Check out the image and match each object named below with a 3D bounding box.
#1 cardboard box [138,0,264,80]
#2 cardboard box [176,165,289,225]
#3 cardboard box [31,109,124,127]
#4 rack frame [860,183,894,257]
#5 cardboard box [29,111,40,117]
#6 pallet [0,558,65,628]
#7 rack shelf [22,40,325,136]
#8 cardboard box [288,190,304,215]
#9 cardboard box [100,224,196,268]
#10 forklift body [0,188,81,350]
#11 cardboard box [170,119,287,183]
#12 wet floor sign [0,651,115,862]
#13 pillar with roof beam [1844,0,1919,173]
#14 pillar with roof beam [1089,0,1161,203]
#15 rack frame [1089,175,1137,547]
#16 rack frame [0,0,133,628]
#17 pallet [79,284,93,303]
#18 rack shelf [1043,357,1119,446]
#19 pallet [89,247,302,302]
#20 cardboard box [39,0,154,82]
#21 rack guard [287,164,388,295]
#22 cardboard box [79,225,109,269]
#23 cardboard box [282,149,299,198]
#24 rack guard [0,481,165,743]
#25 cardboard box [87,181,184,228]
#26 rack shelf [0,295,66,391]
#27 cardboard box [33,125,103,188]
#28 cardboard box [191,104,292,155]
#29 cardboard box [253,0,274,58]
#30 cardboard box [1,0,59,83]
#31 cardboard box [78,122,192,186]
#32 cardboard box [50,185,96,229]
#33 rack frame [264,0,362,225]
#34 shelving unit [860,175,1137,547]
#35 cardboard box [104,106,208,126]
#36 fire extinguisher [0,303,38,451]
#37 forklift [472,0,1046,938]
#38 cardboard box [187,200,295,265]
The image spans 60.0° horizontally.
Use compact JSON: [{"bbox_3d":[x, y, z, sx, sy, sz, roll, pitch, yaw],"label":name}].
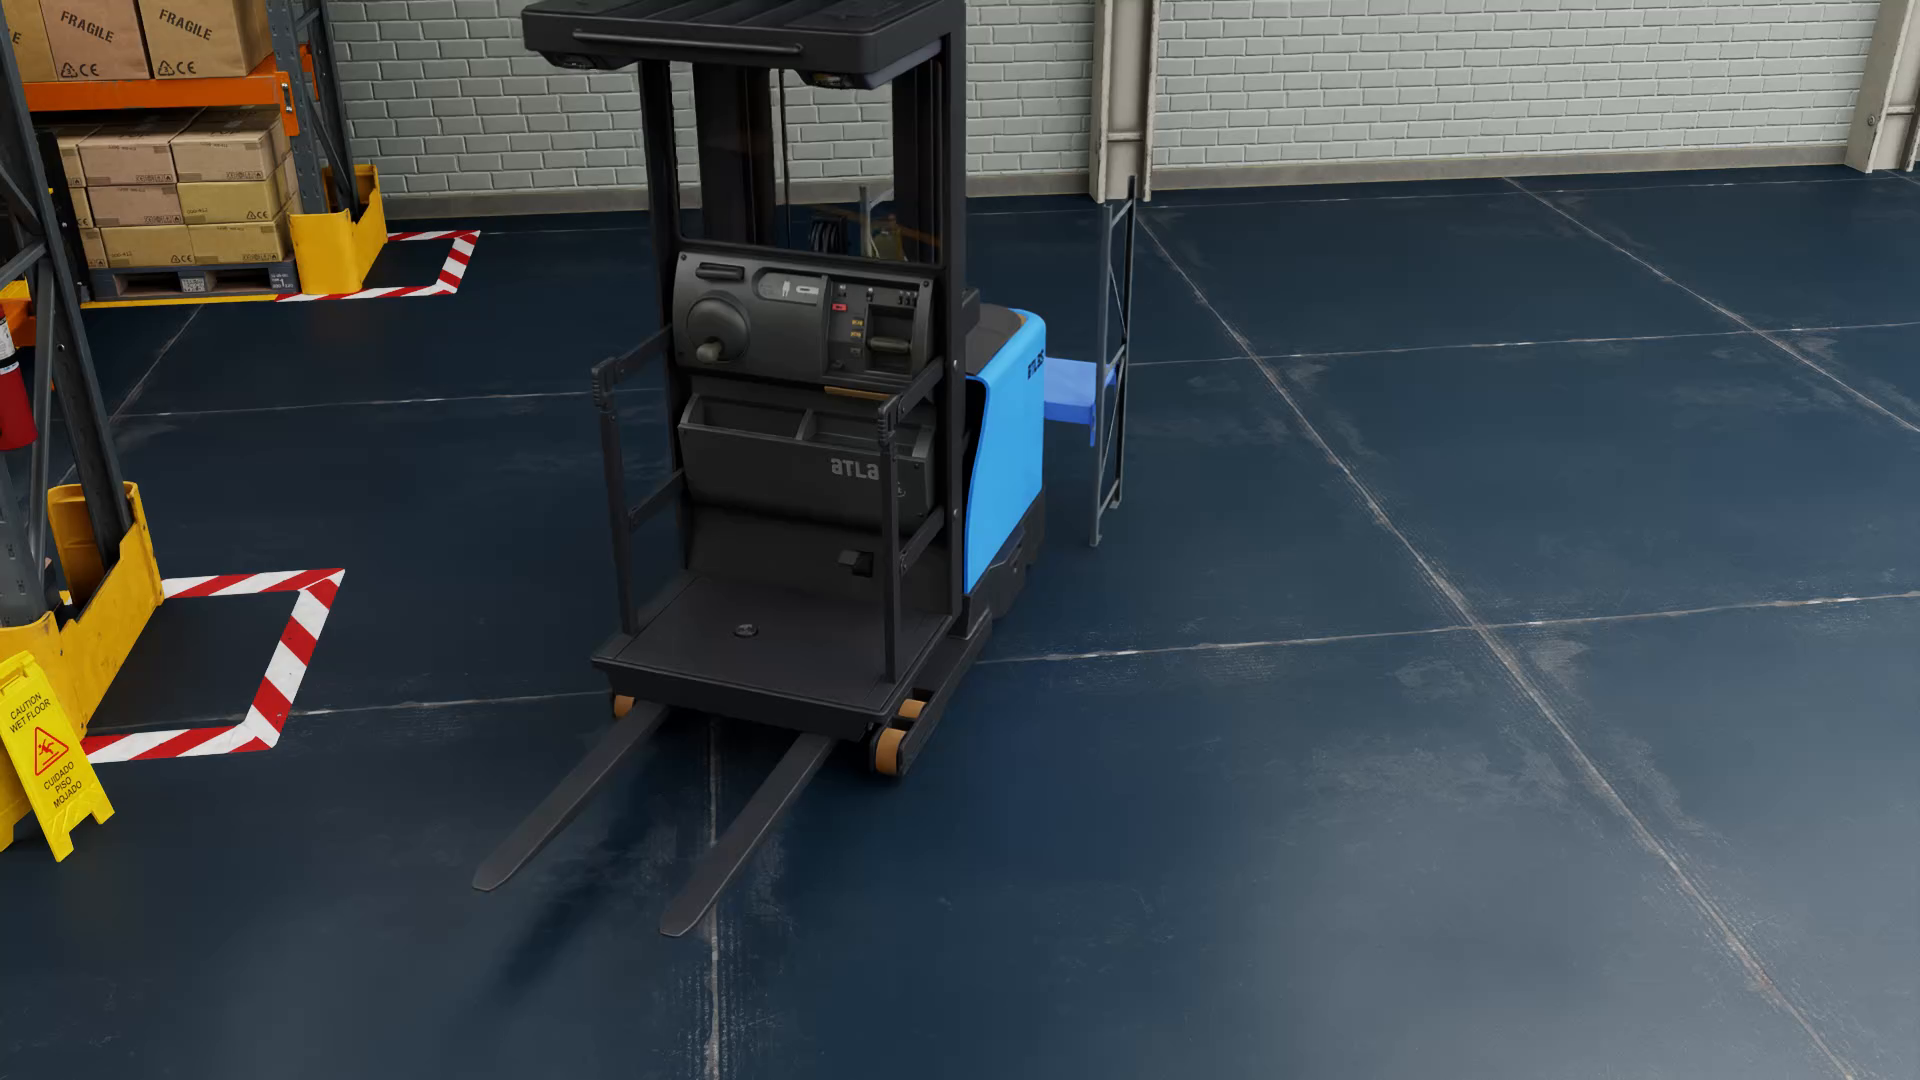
[{"bbox_3d":[-4.416,-2.994,9.689,0.500,0.500,0.500,-4,27,-8],"label":"cardboard box"},{"bbox_3d":[-4.403,-2.113,10.086,0.500,0.250,0.500,-4,27,-8],"label":"cardboard box"},{"bbox_3d":[-5.458,-2.502,10.298,0.500,0.250,0.500,-4,27,-7],"label":"cardboard box"},{"bbox_3d":[-0.320,-0.886,7.335,0.032,1.500,0.500,8,28,16],"label":"rack frame"},{"bbox_3d":[-5.967,-2.473,10.240,0.500,0.250,0.500,-4,27,-8],"label":"cardboard box"},{"bbox_3d":[-4.154,0.426,6.189,1.213,0.211,1.003,-4,27,-7],"label":"pallet"},{"bbox_3d":[-5.945,-2.652,9.921,4.000,0.370,1.077,-4,27,-7],"label":"rack shelf"},{"bbox_3d":[-4.478,-2.120,10.648,0.500,0.250,0.500,-4,27,-7],"label":"cardboard box"},{"bbox_3d":[-4.880,-1.863,10.146,0.500,0.250,0.500,-4,27,-7],"label":"cardboard box"},{"bbox_3d":[-5.588,-1.776,8.356,1.214,2.155,2.313,-4,27,-7],"label":"forklift body"},{"bbox_3d":[-4.377,-2.337,9.976,0.500,0.250,0.500,-3,27,-5],"label":"cardboard box"},{"bbox_3d":[-2.932,0.664,5.250,0.232,0.644,0.267,6,28,11],"label":"wet floor sign"},{"bbox_3d":[7.703,-4.949,7.037,0.400,9.000,9.100,-4,27,-7],"label":"pillar with roof beam"},{"bbox_3d":[1.761,-4.567,6.294,0.400,9.000,9.100,-4,27,-7],"label":"pillar with roof beam"},{"bbox_3d":[0.649,-0.746,7.061,0.032,1.500,0.500,8,28,16],"label":"rack frame"},{"bbox_3d":[-3.270,-0.856,5.632,0.127,3.000,1.000,-4,27,-7],"label":"rack frame"},{"bbox_3d":[-5.922,-1.715,10.361,1.213,0.211,1.003,-4,27,-7],"label":"pallet"},{"bbox_3d":[0.164,-0.656,7.280,1.000,0.185,0.538,8,28,16],"label":"rack shelf"},{"bbox_3d":[-4.716,-1.791,10.509,1.213,0.211,1.003,-4,27,-7],"label":"pallet"},{"bbox_3d":[-4.931,-2.965,9.633,0.500,0.500,0.500,-3,27,-5],"label":"cardboard box"},{"bbox_3d":[-3.941,-1.989,10.578,0.348,0.500,1.175,-4,27,-7],"label":"rack guard"},{"bbox_3d":[-5.377,-1.835,10.092,0.500,0.250,0.500,-3,27,-7],"label":"cardboard box"},{"bbox_3d":[-4.459,-2.349,10.547,0.500,0.250,0.500,-3,27,-6],"label":"cardboard box"},{"bbox_3d":[-3.345,0.261,6.193,0.348,0.500,1.175,-4,27,-7],"label":"rack guard"},{"bbox_3d":[-4.901,-2.086,10.034,0.500,0.250,0.500,-4,27,-8],"label":"cardboard box"},{"bbox_3d":[-5.250,-0.408,5.548,4.000,0.370,1.077,-4,27,-7],"label":"rack shelf"},{"bbox_3d":[-5.381,-2.266,9.836,0.500,0.250,0.500,-3,27,-6],"label":"cardboard box"},{"bbox_3d":[-4.467,-2.563,10.415,0.500,0.250,0.500,-4,27,-8],"label":"cardboard box"},{"bbox_3d":[-4.494,-3.238,10.165,0.500,0.500,0.500,-3,27,-5],"label":"cardboard box"},{"bbox_3d":[-5.438,-2.932,9.569,0.500,0.500,0.500,-4,27,-8],"label":"cardboard box"},{"bbox_3d":[-4.882,-2.302,9.908,0.500,0.250,0.500,-3,27,-6],"label":"cardboard box"},{"bbox_3d":[-5.410,-2.044,9.951,0.500,0.250,0.500,-4,27,-8],"label":"cardboard box"},{"bbox_3d":[-3.965,-3.099,10.004,0.127,3.000,1.000,-4,27,-7],"label":"rack frame"},{"bbox_3d":[0.164,-0.816,7.198,1.048,1.500,0.538,8,28,16],"label":"shelving unit"},{"bbox_3d":[-4.961,-2.529,10.350,0.500,0.250,0.500,-4,27,-7],"label":"cardboard box"},{"bbox_3d":[-3.092,-0.620,5.258,0.183,0.674,0.296,-4,27,-7],"label":"fire extinguisher"},{"bbox_3d":[-0.603,-0.706,5.415,1.130,2.935,3.031,9,28,17],"label":"forklift"},{"bbox_3d":[-4.386,-1.890,10.200,0.500,0.250,0.500,-3,27,-7],"label":"cardboard box"}]
